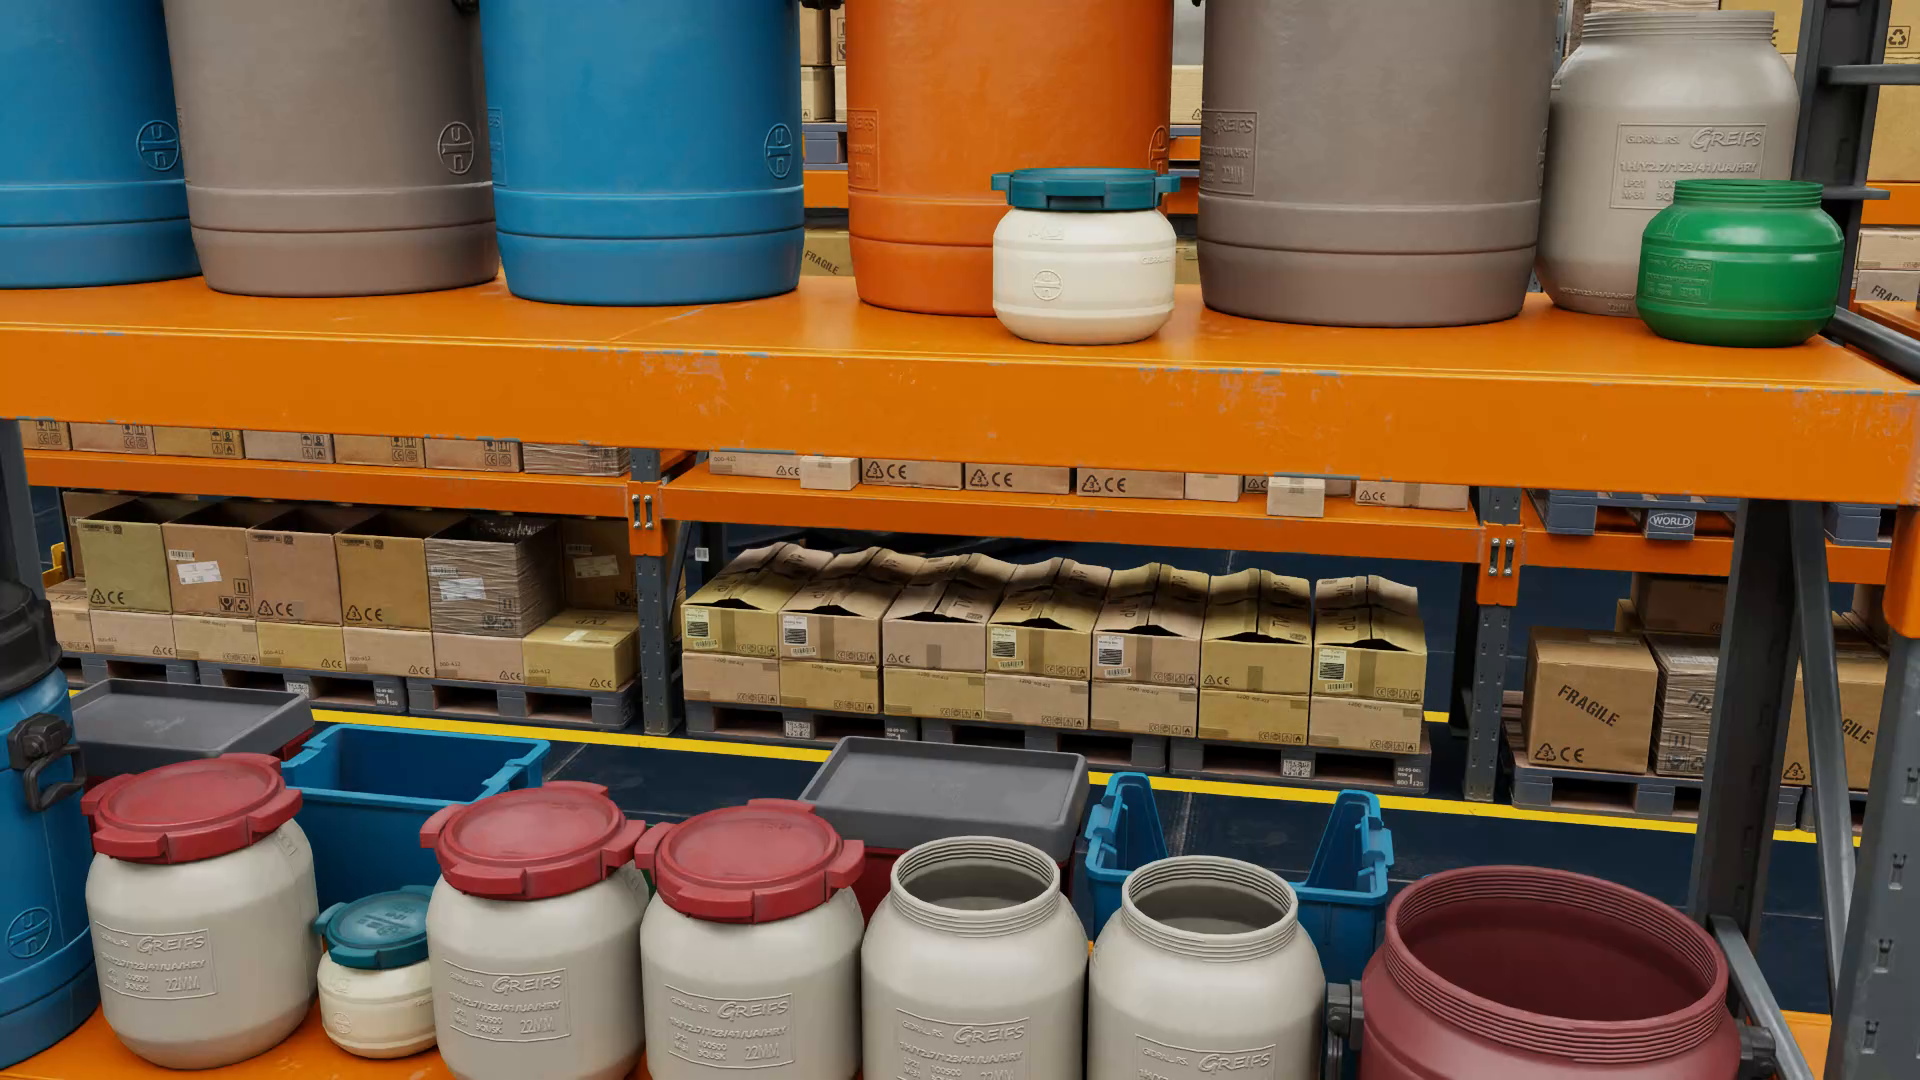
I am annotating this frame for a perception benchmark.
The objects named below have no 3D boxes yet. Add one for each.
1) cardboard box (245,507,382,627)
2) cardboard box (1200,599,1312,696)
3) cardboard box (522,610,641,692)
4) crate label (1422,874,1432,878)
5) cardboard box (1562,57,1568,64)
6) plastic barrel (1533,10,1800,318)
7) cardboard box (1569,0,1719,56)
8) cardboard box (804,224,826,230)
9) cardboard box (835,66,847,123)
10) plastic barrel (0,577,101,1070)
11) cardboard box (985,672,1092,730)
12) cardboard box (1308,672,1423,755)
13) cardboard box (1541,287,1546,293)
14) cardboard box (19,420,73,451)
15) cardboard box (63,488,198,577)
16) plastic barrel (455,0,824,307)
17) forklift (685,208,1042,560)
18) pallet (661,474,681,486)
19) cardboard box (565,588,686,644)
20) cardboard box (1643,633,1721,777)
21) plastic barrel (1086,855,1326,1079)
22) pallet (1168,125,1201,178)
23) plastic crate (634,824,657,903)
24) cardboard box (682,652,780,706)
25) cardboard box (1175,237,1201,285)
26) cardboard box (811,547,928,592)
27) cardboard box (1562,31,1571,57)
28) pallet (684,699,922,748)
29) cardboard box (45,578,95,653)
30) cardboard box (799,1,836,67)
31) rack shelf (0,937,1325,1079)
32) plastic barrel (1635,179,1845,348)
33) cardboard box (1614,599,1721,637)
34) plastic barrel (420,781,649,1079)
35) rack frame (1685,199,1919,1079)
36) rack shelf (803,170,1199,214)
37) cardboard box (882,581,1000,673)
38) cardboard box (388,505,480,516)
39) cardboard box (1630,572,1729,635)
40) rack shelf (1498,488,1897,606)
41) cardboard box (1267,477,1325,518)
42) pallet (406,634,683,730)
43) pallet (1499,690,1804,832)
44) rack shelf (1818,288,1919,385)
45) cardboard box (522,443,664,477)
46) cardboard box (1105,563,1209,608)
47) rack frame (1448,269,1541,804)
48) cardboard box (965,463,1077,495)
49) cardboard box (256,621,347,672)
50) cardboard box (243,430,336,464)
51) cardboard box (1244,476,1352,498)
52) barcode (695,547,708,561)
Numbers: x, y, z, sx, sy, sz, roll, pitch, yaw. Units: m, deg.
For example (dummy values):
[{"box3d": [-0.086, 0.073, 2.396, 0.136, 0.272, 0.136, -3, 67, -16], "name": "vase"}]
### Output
[{"box3d": [-3.407, 0.134, 8.849, 0.500, 0.500, 0.500, 3, 16, 11], "name": "cardboard box"}, {"box3d": [1.409, 0.494, 7.904, 0.500, 0.311, 0.500, 3, 16, 10], "name": "cardboard box"}, {"box3d": [-1.935, 0.573, 8.668, 0.500, 0.250, 0.500, 3, 16, 11], "name": "cardboard box"}, {"box3d": [1.154, 0.887, 3.486, 0.416, 0.233, 0.303, 3, 16, 11], "name": "crate label"}, {"box3d": [2.917, -1.849, 7.240, 0.500, 0.500, 0.910, 3, 16, 11], "name": "cardboard box"}, {"box3d": [1.248, -0.670, 2.962, 0.421, 0.512, 0.421, 0, 15, 0], "name": "plastic barrel"}, {"box3d": [2.909, -2.320, 7.069, 0.500, 0.500, 0.500, 3, 16, 11], "name": "cardboard box"}, {"box3d": [-1.379, -2.285, 13.460, 0.500, 0.500, 0.500, 3, 16, 11], "name": "cardboard box"}, {"box3d": [-0.297, -2.094, 7.807, 0.500, 0.250, 0.500, 2, 16, 6], "name": "cardboard box"}, {"box3d": [-2.110, 0.572, 3.370, 0.708, 0.901, 0.600, 3, 16, 11], "name": "plastic barrel"}, {"box3d": [0.416, 0.709, 8.179, 0.500, 0.250, 0.500, 3, 16, 12], "name": "cardboard box"}, {"box3d": [1.918, 0.789, 7.887, 0.500, 0.250, 0.500, 3, 16, 12], "name": "cardboard box"}, {"box3d": [4.402, -1.743, 11.885, 0.500, 0.500, 0.500, 4, 16, 13], "name": "cardboard box"}, {"box3d": [-4.902, -0.815, 9.127, 0.500, 0.500, 0.700, 3, 16, 11], "name": "cardboard box"}, {"box3d": [-4.772, -0.083, 9.631, 0.500, 0.500, 0.500, 3, 16, 11], "name": "cardboard box"}, {"box3d": [-0.605, -0.934, 3.186, 0.708, 0.901, 0.600, 3, 16, 11], "name": "plastic barrel"}, {"box3d": [-0.513, -1.286, 11.144, 3.031, 2.935, 1.130, -13, 20, -39], "name": "forklift"}, {"box3d": [-2.318, -0.625, 13.853, 1.213, 0.211, 1.003, 3, 16, 11], "name": "pallet"}, {"box3d": [-1.831, 0.437, 9.160, 0.500, 0.250, 0.500, 3, 16, 11], "name": "cardboard box"}, {"box3d": [3.386, 0.749, 7.528, 0.500, 0.500, 0.500, 3, 16, 9], "name": "cardboard box"}, {"box3d": [0.441, 0.874, 3.010, 0.421, 0.512, 0.421, 0, 15, 0], "name": "plastic barrel"}, {"box3d": [0.703, -1.795, 7.588, 1.213, 0.211, 1.003, 4, 16, 14], "name": "pallet"}, {"box3d": [-0.665, 0.835, 3.757, 0.662, 0.188, 0.450, 3, 16, 11], "name": "plastic crate"}, {"box3d": [-1.091, 0.627, 8.474, 0.500, 0.250, 0.500, 3, 16, 10], "name": "cardboard box"}, {"box3d": [1.778, -2.008, 12.612, 0.500, 0.500, 0.700, 3, 16, 11], "name": "cardboard box"}, {"box3d": [-0.472, 0.243, 8.809, 0.500, 0.311, 0.500, 4, 16, 13], "name": "cardboard box"}, {"box3d": [4.482, -3.346, 11.821, 0.500, 0.500, 0.700, 2, 16, 8], "name": "cardboard box"}, {"box3d": [-0.708, 0.791, 8.742, 1.213, 0.211, 1.003, 3, 16, 11], "name": "pallet"}, {"box3d": [-4.876, 0.415, 9.240, 0.500, 0.250, 0.500, 3, 16, 11], "name": "cardboard box"}, {"box3d": [-0.841, -2.476, 7.782, 0.500, 0.500, 0.500, 3, 16, 12], "name": "cardboard box"}, {"box3d": [-0.468, 1.167, 3.509, 4.000, 0.370, 1.077, 3, 16, 11], "name": "rack shelf"}, {"box3d": [1.239, -0.444, 2.648, 0.294, 0.245, 0.294, 0, 15, 0], "name": "plastic barrel"}, {"box3d": [3.446, 0.612, 8.023, 0.500, 0.500, 0.500, 4, 16, 13], "name": "cardboard box"}, {"box3d": [-0.815, 0.795, 3.247, 0.433, 0.535, 0.433, 0, 15, 0], "name": "plastic barrel"}, {"box3d": [1.492, 0.926, 3.029, 0.127, 3.000, 1.000, 3, 16, 11], "name": "rack frame"}, {"box3d": [0.523, -1.574, 7.785, 4.000, 0.370, 1.077, 3, 16, 11], "name": "rack shelf"}, {"box3d": [-0.085, 0.413, 8.196, 0.500, 0.311, 0.500, 3, 16, 9], "name": "cardboard box"}, {"box3d": [-2.809, 0.020, 9.261, 0.500, 0.500, 0.500, 3, 16, 11], "name": "cardboard box"}, {"box3d": [3.502, 0.252, 7.916, 0.500, 0.250, 0.500, 4, 16, 13], "name": "cardboard box"}, {"box3d": [4.442, 0.084, 7.418, 4.000, 0.370, 1.077, 3, 16, 11], "name": "rack shelf"}, {"box3d": [1.546, -0.224, 7.651, 0.250, 0.149, 0.380, 3, 16, 11], "name": "cardboard box"}, {"box3d": [-2.208, 0.709, 9.038, 1.213, 0.211, 1.003, 3, 16, 11], "name": "pallet"}, {"box3d": [3.207, 1.024, 7.899, 1.213, 0.211, 1.003, 3, 16, 11], "name": "pallet"}, {"box3d": [3.452, -0.066, 2.340, 4.000, 0.370, 1.077, 3, 16, 11], "name": "rack shelf"}, {"box3d": [-1.873, -0.652, 8.540, 0.500, 0.500, 0.700, 3, 16, 10], "name": "cardboard box"}, {"box3d": [1.012, 0.325, 8.513, 0.500, 0.311, 0.500, 3, 16, 10], "name": "cardboard box"}, {"box3d": [2.482, -0.369, 7.706, 0.127, 3.000, 1.000, 3, 16, 11], "name": "rack frame"}, {"box3d": [0.319, -0.530, 8.100, 0.500, 0.500, 0.500, 3, 16, 11], "name": "cardboard box"}, {"box3d": [-3.406, 0.495, 8.950, 0.500, 0.250, 0.500, 3, 16, 11], "name": "cardboard box"}, {"box3d": [-3.385, -0.733, 8.832, 0.500, 0.500, 0.700, 4, 16, 13], "name": "cardboard box"}, {"box3d": [1.645, -0.424, 8.072, 0.500, 0.311, 0.500, 3, 16, 10], "name": "cardboard box"}, {"box3d": [-1.270, 0.070, 8.179, 0.075, 0.075, 0.001, 3, 16, 11], "name": "barcode"}]
